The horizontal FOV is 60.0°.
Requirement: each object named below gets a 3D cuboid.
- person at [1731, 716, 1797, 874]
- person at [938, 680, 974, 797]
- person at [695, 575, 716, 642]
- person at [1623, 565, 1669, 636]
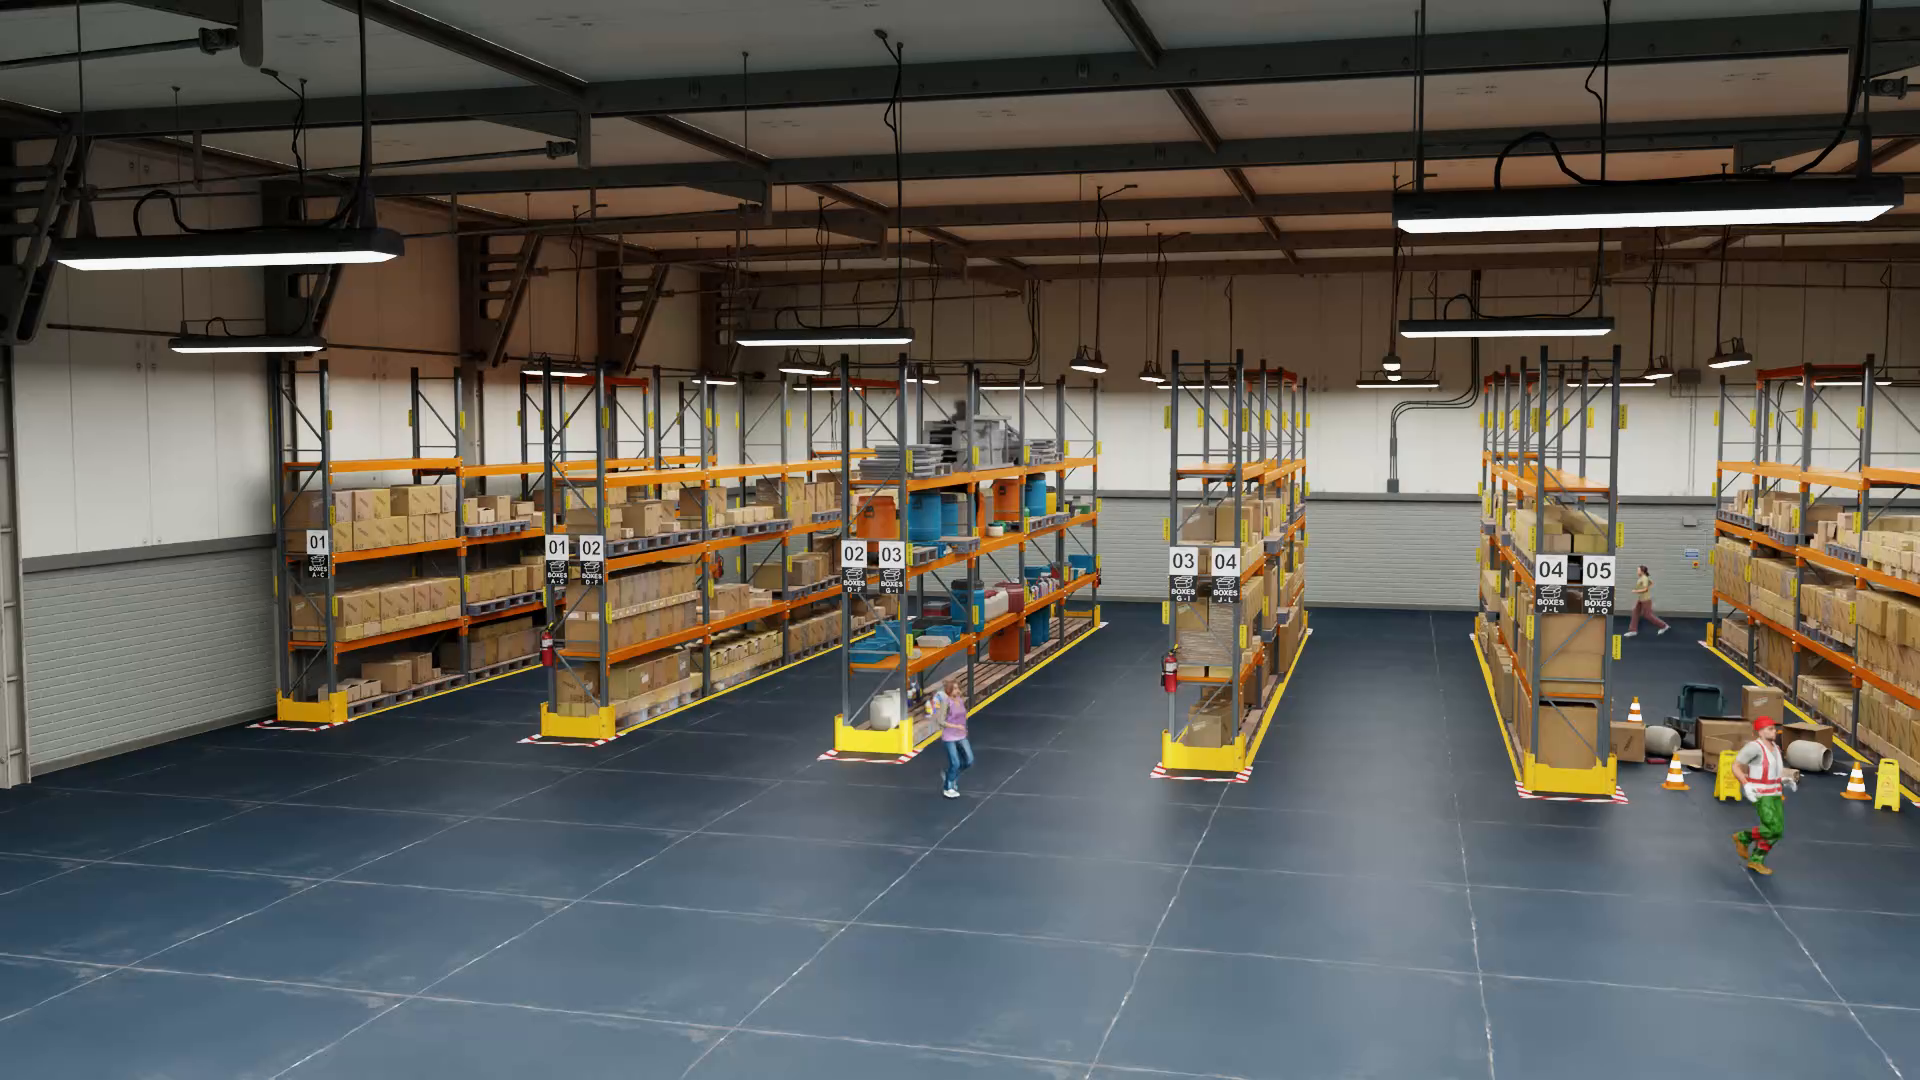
[{"bbox_3d":[8.909,2.819,18.398,0.666,1.748,0.591,-2,5,-31],"label":"person"},{"bbox_3d":[-0.033,2.645,21.996,0.525,1.536,0.532,-4,6,-45],"label":"person"},{"bbox_3d":[-5.513,1.585,35.753,0.670,1.695,0.860,1,4,9],"label":"person"},{"bbox_3d":[15.829,1.415,38.317,0.973,1.666,0.544,1,4,15],"label":"person"}]
